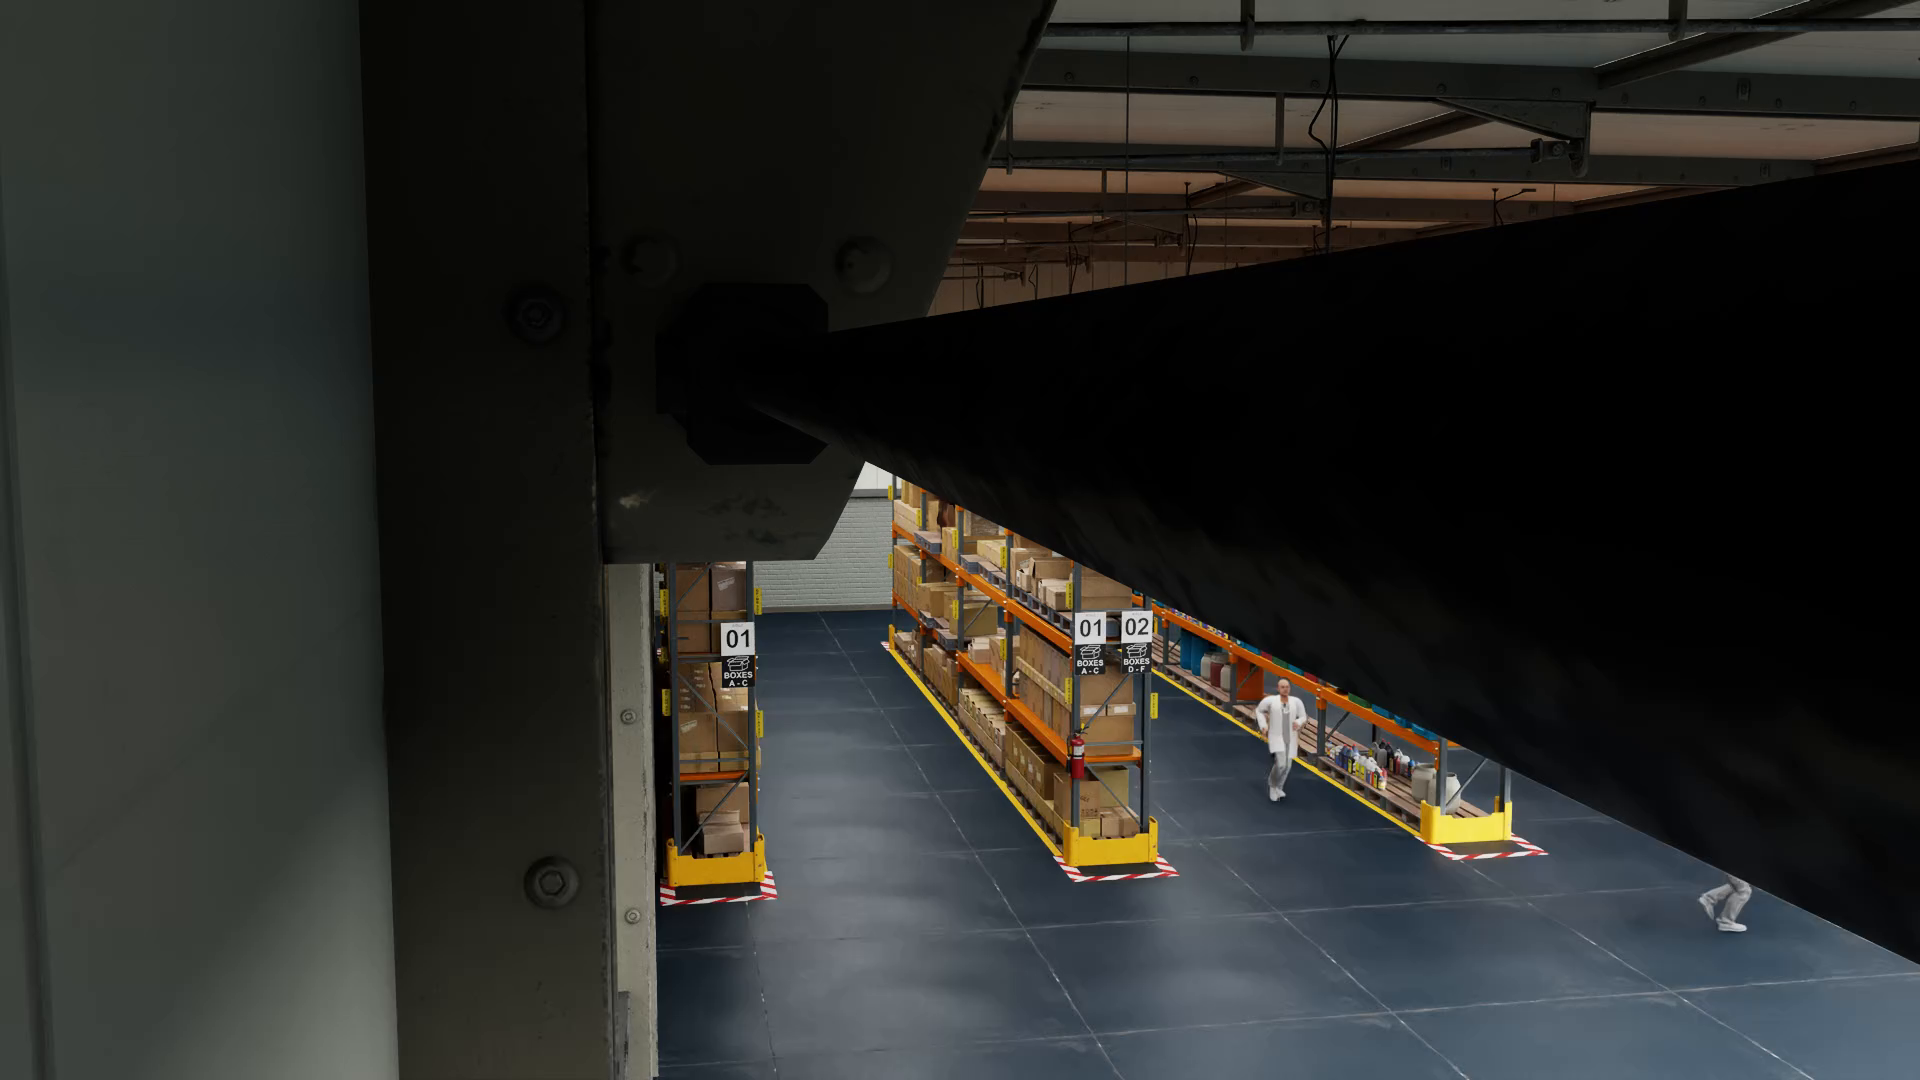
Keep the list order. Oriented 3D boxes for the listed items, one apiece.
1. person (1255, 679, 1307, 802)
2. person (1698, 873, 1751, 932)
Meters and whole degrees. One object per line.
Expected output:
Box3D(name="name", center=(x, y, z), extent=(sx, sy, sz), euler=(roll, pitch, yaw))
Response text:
Box3D(name="person", center=(4.634, 2.874, 23.847), extent=(0.684, 1.765, 0.724), euler=(-1, 6, -7))
Box3D(name="person", center=(8.554, 3.484, 18.421), extent=(0.604, 1.722, 0.655), euler=(1, 6, 12))
